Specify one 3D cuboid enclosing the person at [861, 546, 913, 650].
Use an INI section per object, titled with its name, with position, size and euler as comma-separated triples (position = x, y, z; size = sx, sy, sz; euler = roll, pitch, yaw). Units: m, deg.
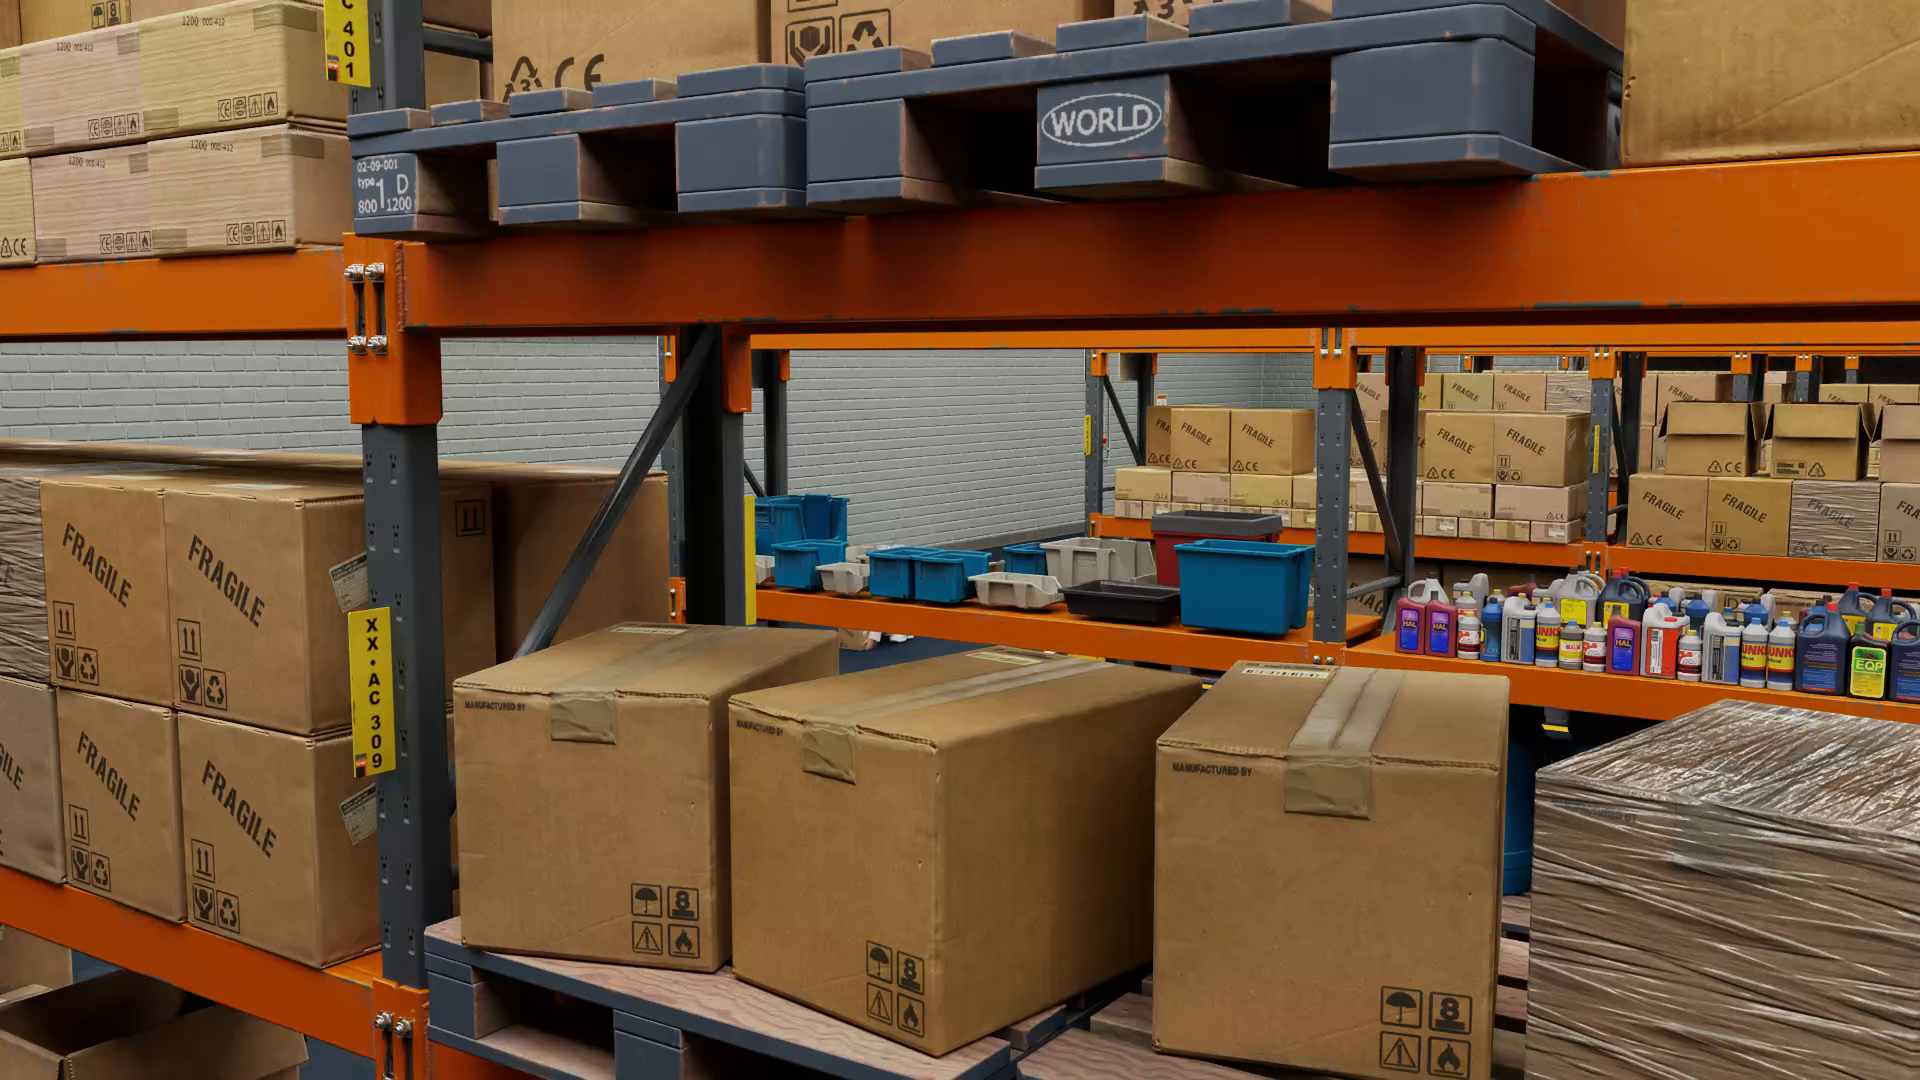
[person]
position = -0.742, 0.519, 15.272
size = 0.590, 0.887, 0.953
euler = 4, 7, 32
